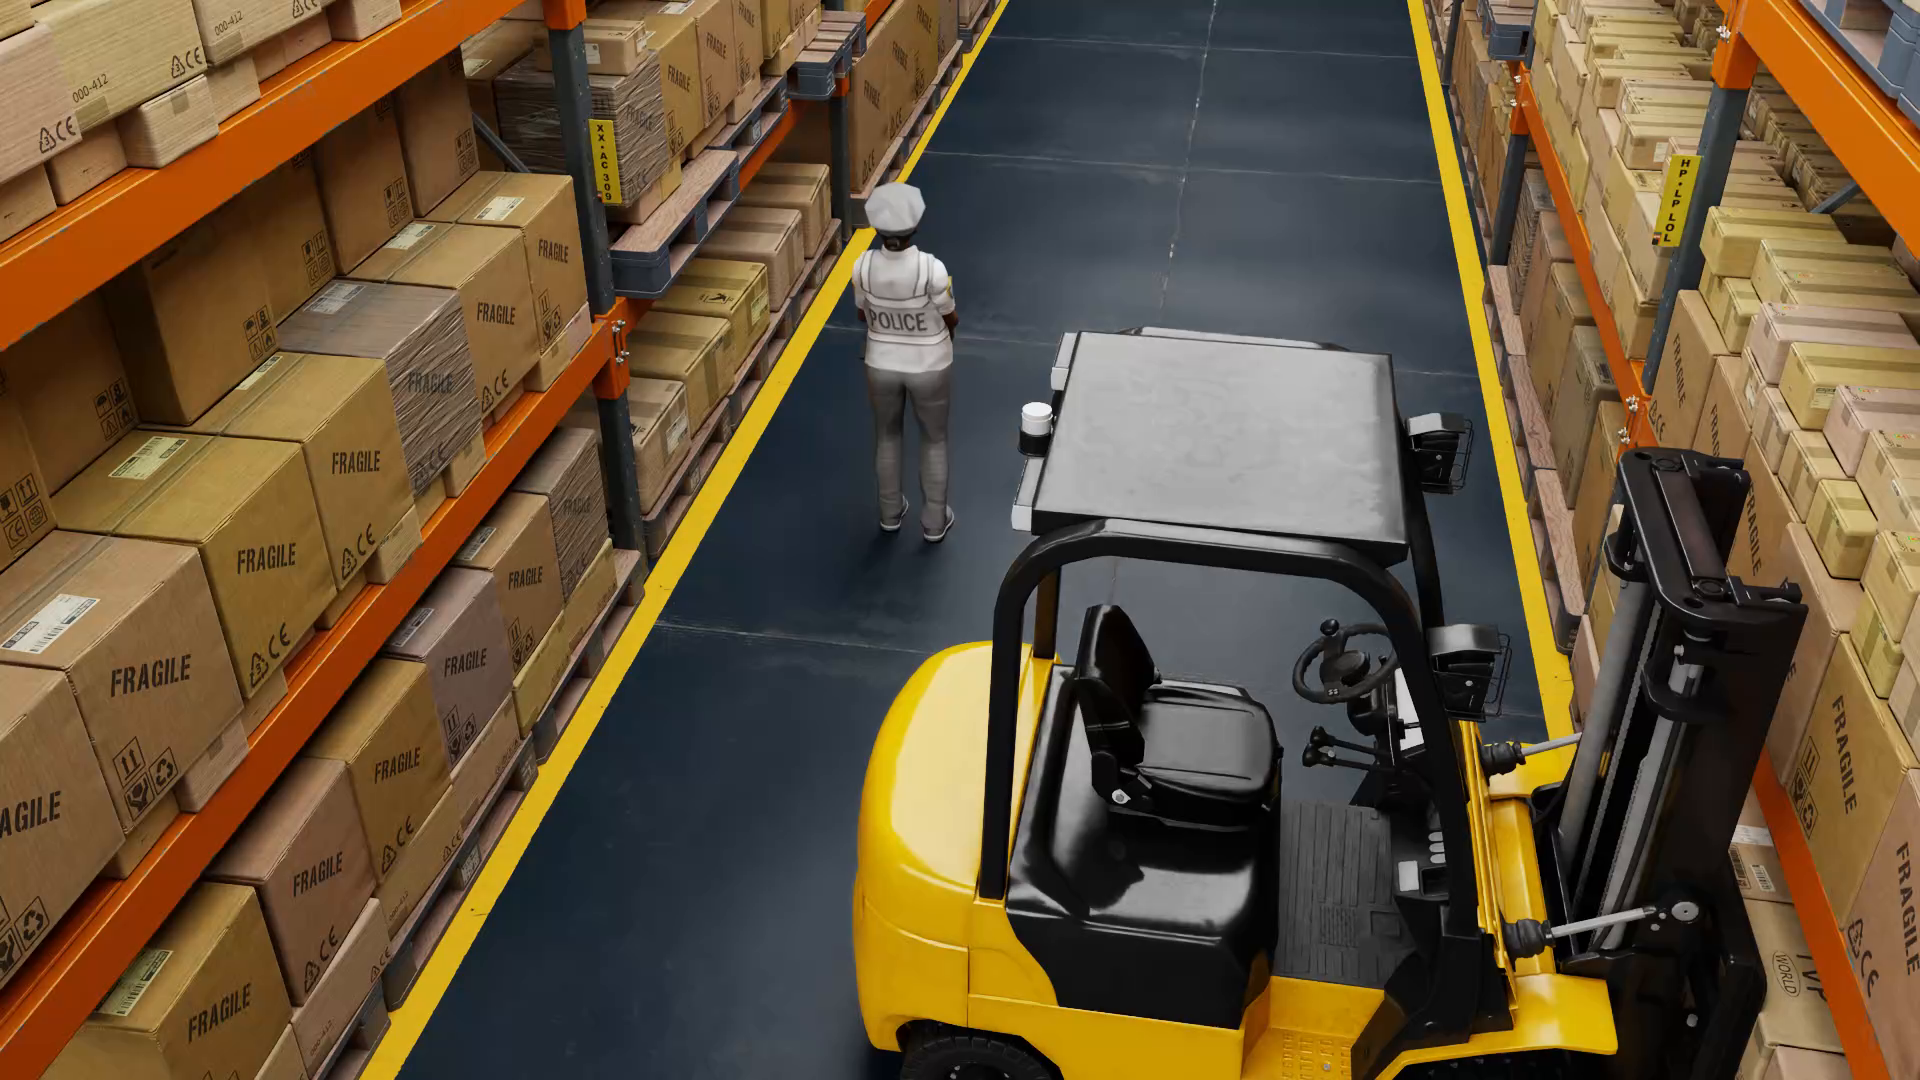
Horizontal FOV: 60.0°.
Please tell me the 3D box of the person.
[{"bbox_3d":[-0.222,-0.799,7.363,0.449,1.688,0.535,5,33,8],"label":"person"}]
